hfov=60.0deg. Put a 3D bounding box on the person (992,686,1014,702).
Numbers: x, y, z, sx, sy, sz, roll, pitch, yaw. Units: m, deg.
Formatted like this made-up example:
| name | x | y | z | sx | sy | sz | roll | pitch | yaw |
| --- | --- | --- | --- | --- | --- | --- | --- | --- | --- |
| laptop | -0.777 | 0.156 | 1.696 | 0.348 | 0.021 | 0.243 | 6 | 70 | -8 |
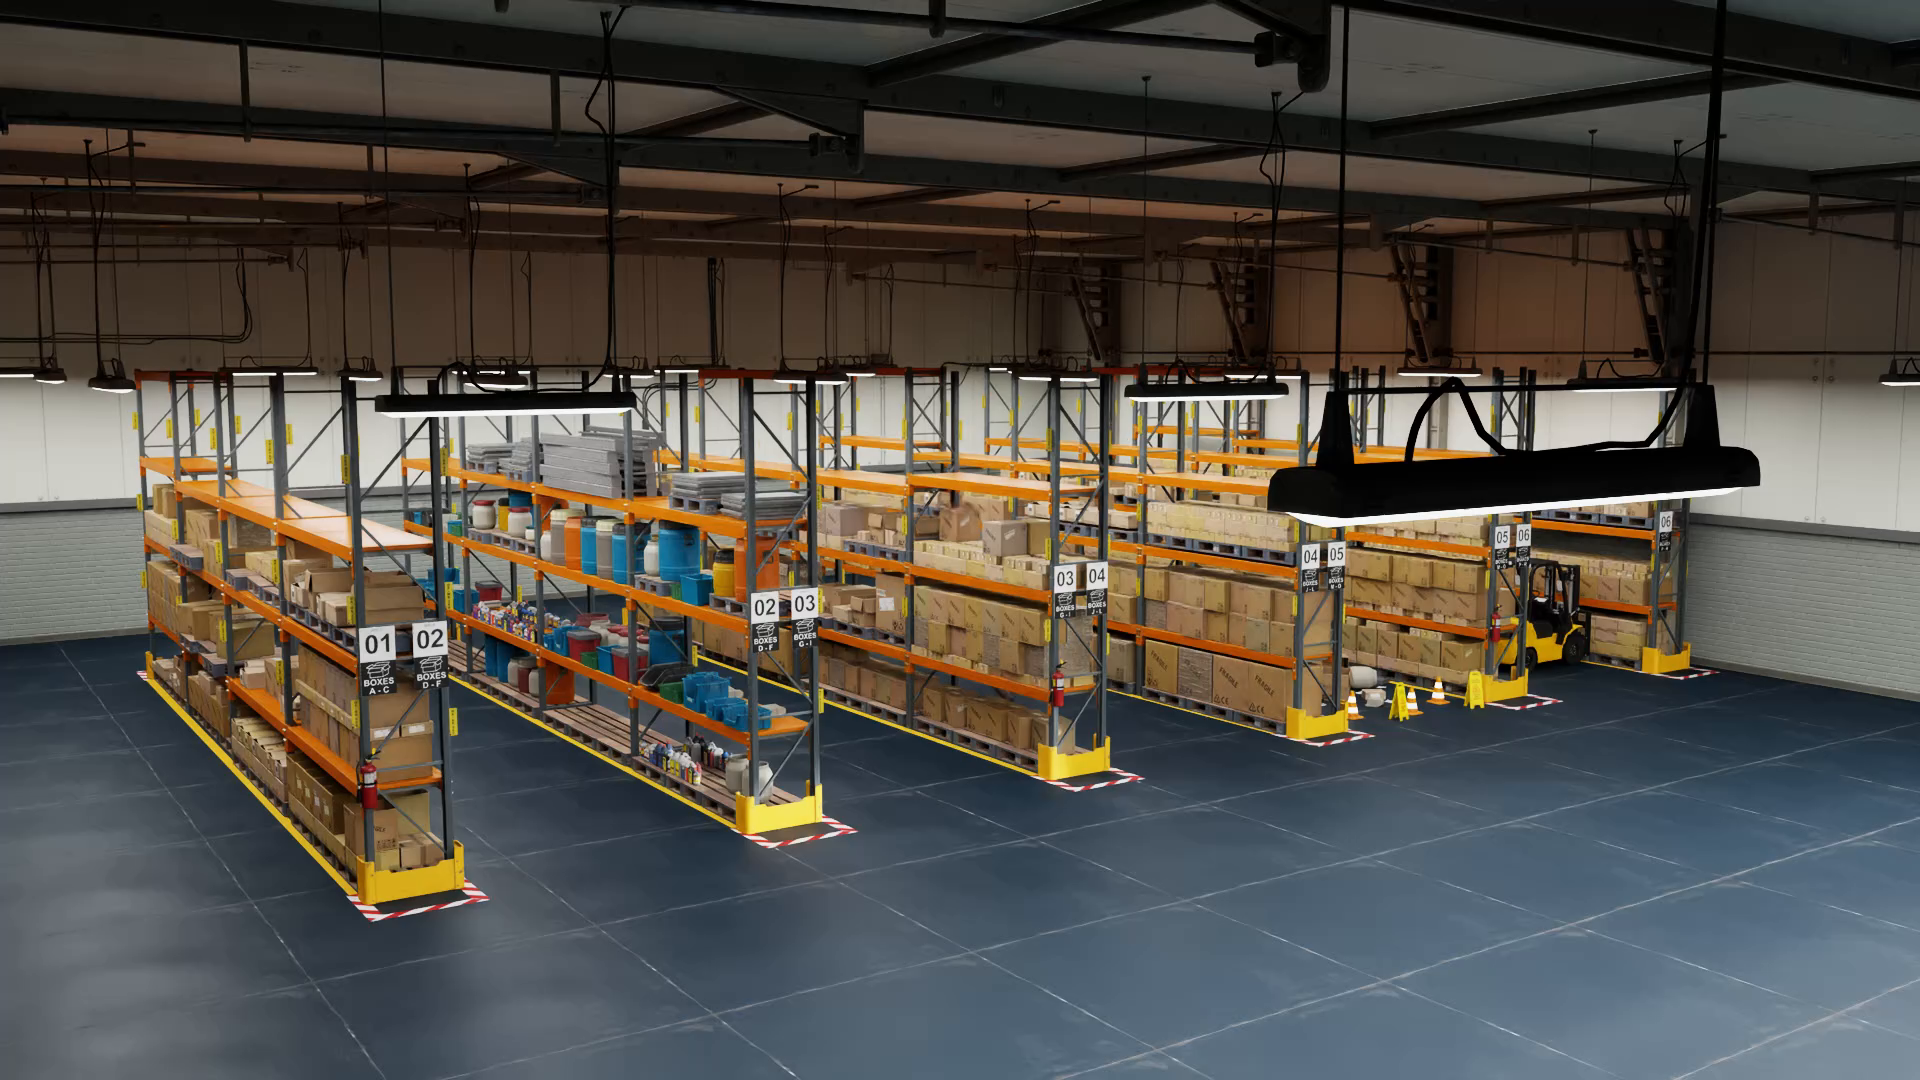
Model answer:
| name | x | y | z | sx | sy | sz | roll | pitch | yaw |
| --- | --- | --- | --- | --- | --- | --- | --- | --- | --- |
| person | 0.781 | 2.151 | 29.669 | 0.590 | 1.699 | 0.600 | 4 | 8 | 33 |
